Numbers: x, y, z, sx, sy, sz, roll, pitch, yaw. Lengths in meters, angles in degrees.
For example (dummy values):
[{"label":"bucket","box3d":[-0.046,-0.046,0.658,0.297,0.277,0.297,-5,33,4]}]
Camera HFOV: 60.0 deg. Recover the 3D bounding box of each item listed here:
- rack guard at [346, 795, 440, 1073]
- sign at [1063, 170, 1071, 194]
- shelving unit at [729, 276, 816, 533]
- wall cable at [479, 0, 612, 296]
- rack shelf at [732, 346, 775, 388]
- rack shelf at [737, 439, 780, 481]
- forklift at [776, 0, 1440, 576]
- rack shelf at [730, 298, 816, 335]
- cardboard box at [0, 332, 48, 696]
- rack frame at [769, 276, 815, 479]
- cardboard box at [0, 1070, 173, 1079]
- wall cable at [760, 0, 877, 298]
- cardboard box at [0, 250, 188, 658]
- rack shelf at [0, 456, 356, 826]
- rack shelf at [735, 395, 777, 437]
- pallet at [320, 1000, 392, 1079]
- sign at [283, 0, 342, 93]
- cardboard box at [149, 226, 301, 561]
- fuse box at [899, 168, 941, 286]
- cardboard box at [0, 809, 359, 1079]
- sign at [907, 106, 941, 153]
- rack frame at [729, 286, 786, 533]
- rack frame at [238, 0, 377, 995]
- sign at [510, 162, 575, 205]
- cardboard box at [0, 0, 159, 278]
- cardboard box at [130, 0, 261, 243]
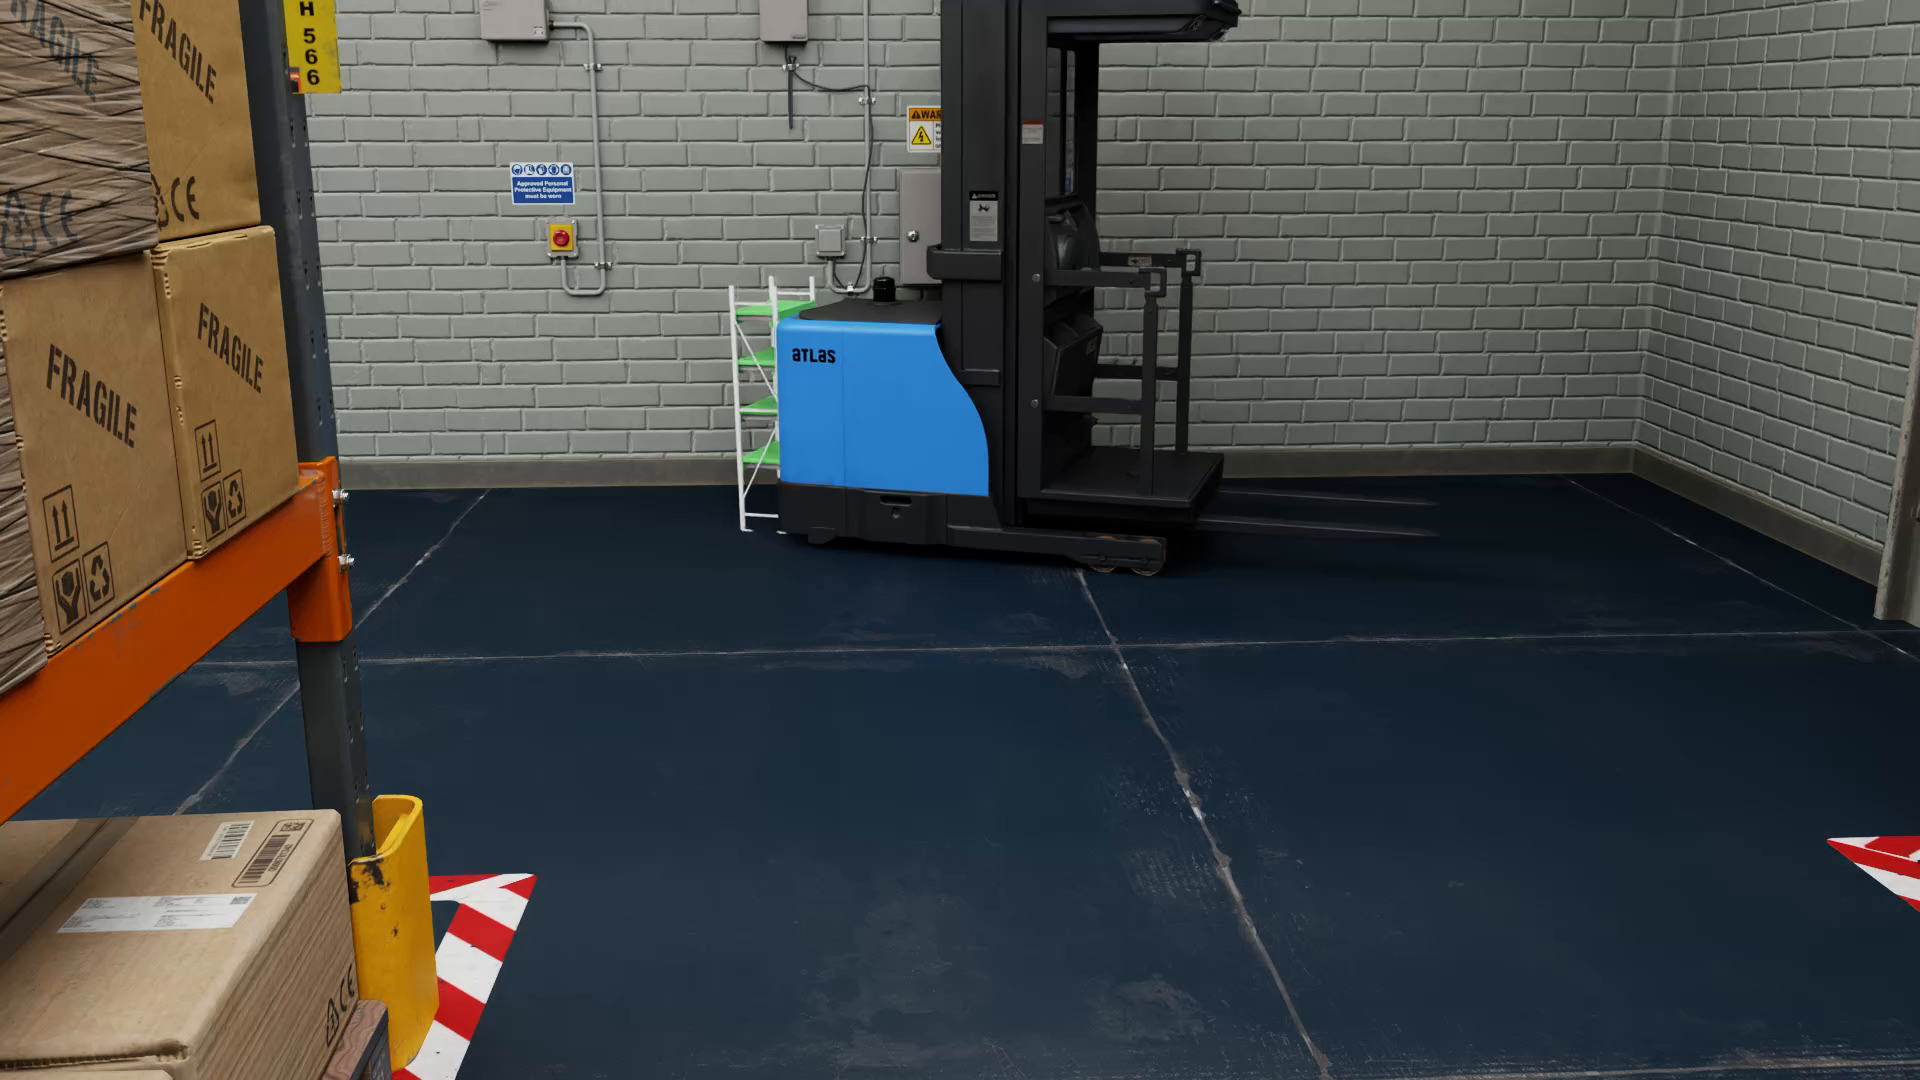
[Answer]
[{"label":"rack guard","box3d":[-1.780,0.871,3.637,1.175,0.500,0.348,-1,14,-3]},{"label":"sign","box3d":[0.435,-1.745,8.978,0.329,0.494,0.001,-1,14,-3]},{"label":"shelving unit","box3d":[-0.904,-0.681,8.256,0.258,1.200,0.503,3,15,16]},{"label":"wall cable","box3d":[-2.151,-2.242,8.620,0.585,1.953,0.123,-1,14,-3]},{"label":"rack shelf","box3d":[-0.907,-0.852,8.213,0.258,0.148,0.480,3,15,16]},{"label":"rack shelf","box3d":[-0.900,-0.386,8.330,0.258,0.148,0.480,3,15,16]},{"label":"forklift","box3d":[0.707,-1.407,7.612,3.031,2.935,1.130,4,15,16]},{"label":"rack shelf","box3d":[-0.911,-1.084,8.154,0.258,0.148,0.480,3,15,16]},{"label":"cardboard box","box3d":[-1.427,-0.013,1.856,0.500,0.500,0.500,0,14,-2]},{"label":"rack frame","box3d":[-0.836,-0.739,8.483,0.240,1.200,0.015,3,15,16]},{"label":"cardboard box","box3d":[-1.573,1.094,2.053,0.875,0.438,0.875,0,14,-2]},{"label":"wall cable","box3d":[-0.736,-2.252,8.721,0.588,1.984,0.122,-1,14,-3]},{"label":"cardboard box","box3d":[-1.468,-0.141,2.353,0.500,0.500,0.500,-1,14,-5]},{"label":"rack shelf","box3d":[-1.654,0.513,1.458,1.077,0.370,4.000,-1,14,-3]},{"label":"rack shelf","box3d":[-0.903,-0.619,8.272,0.258,0.148,0.480,3,15,16]},{"label":"pallet","box3d":[-1.651,1.215,2.881,1.003,0.211,1.213,-1,14,-3]},{"label":"sign","box3d":[-1.236,-1.014,3.147,0.100,0.325,0.005,-1,14,-3]},{"label":"cardboard box","box3d":[-1.484,-0.266,2.839,0.500,0.500,0.500,-1,14,-3]},{"label":"fuse box","box3d":[-0.045,-1.107,8.896,0.539,1.711,0.414,-1,14,-3]},{"label":"cardboard box","box3d":[-1.638,0.867,2.937,0.875,0.438,0.875,-1,14,-5]},{"label":"sign","box3d":[-0.113,-2.182,8.830,0.339,0.242,0.001,-1,14,-3]},{"label":"rack frame","box3d":[-0.973,-0.623,8.029,0.240,1.200,0.015,3,15,16]},{"label":"rack frame","box3d":[-1.778,-0.333,3.302,1.000,3.000,0.127,-1,14,-3]},{"label":"sign","box3d":[-2.203,-1.881,8.773,0.327,0.218,0.001,-1,14,-3]},{"label":"cardboard box","box3d":[-1.449,-0.620,2.210,0.500,0.500,0.500,-1,14,-3]},{"label":"cardboard box","box3d":[-1.511,-0.750,2.713,0.500,0.500,0.500,0,14,-2]}]
